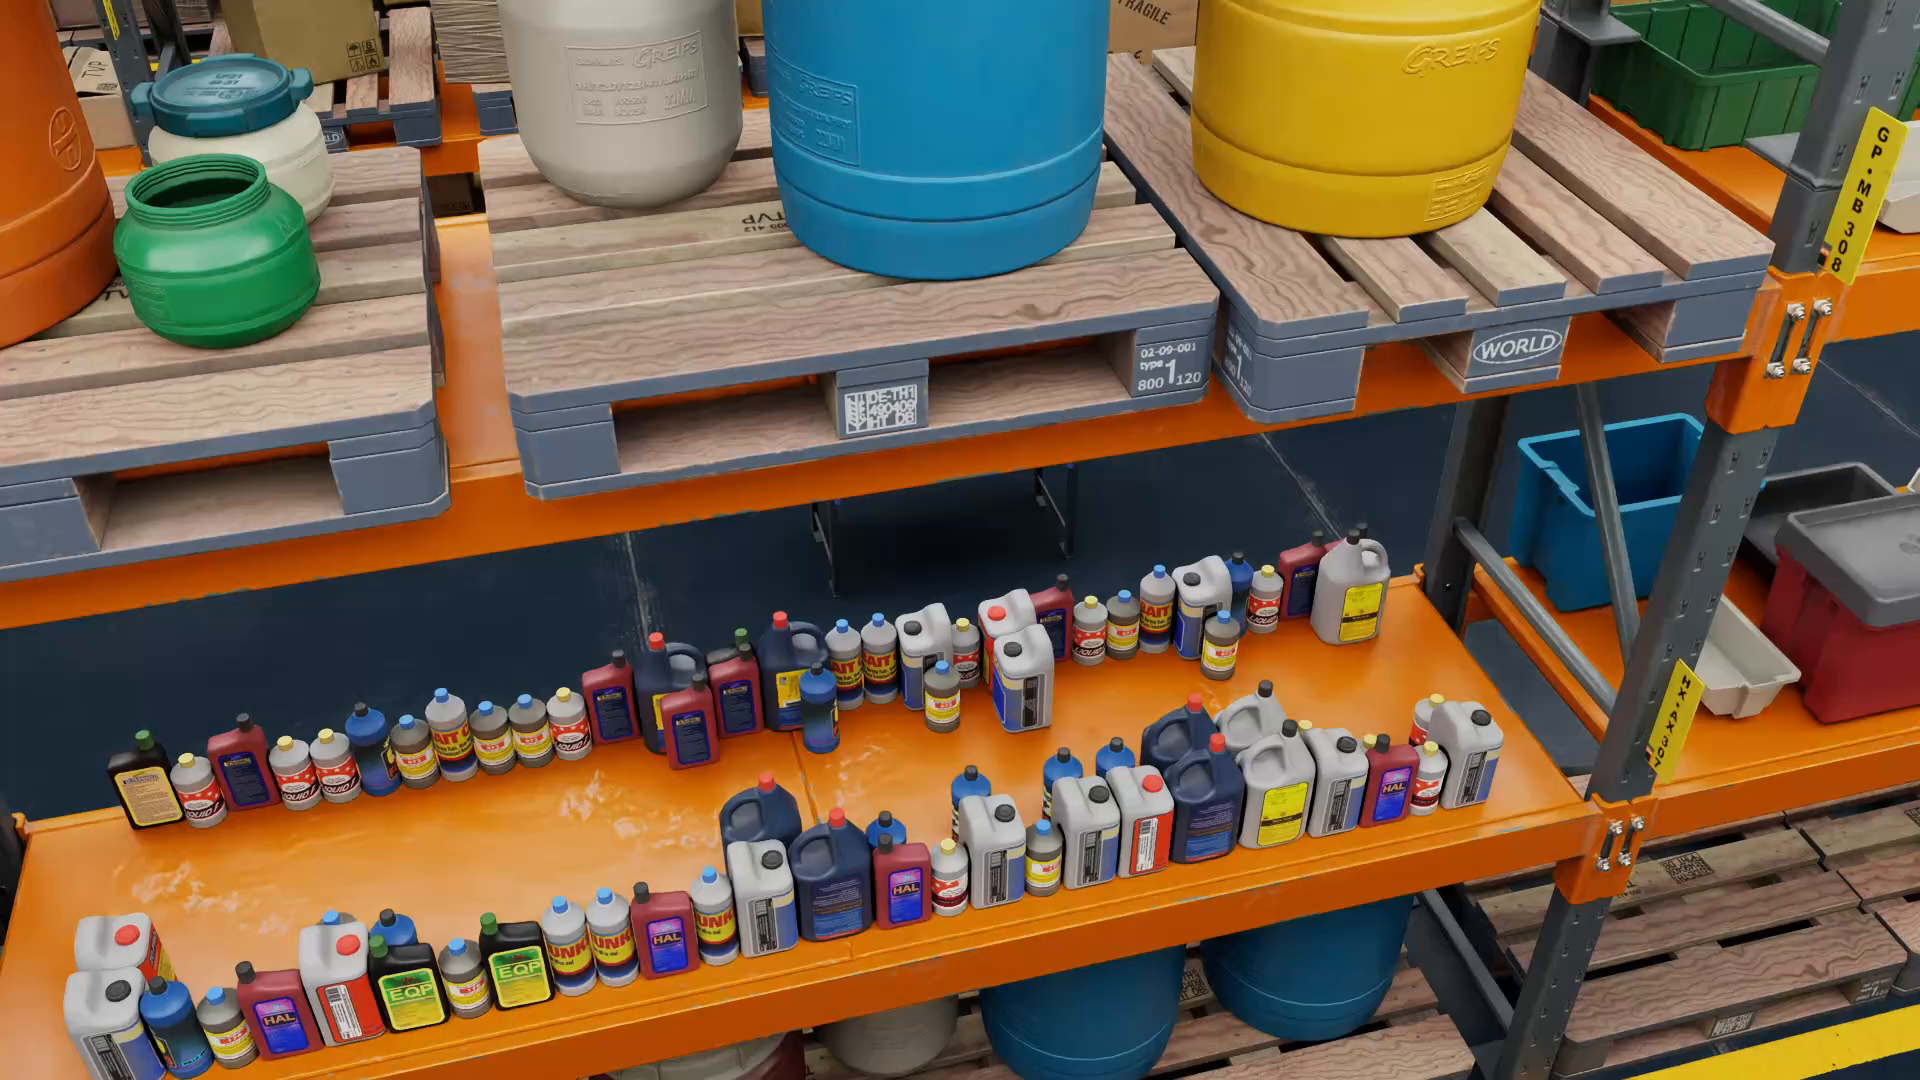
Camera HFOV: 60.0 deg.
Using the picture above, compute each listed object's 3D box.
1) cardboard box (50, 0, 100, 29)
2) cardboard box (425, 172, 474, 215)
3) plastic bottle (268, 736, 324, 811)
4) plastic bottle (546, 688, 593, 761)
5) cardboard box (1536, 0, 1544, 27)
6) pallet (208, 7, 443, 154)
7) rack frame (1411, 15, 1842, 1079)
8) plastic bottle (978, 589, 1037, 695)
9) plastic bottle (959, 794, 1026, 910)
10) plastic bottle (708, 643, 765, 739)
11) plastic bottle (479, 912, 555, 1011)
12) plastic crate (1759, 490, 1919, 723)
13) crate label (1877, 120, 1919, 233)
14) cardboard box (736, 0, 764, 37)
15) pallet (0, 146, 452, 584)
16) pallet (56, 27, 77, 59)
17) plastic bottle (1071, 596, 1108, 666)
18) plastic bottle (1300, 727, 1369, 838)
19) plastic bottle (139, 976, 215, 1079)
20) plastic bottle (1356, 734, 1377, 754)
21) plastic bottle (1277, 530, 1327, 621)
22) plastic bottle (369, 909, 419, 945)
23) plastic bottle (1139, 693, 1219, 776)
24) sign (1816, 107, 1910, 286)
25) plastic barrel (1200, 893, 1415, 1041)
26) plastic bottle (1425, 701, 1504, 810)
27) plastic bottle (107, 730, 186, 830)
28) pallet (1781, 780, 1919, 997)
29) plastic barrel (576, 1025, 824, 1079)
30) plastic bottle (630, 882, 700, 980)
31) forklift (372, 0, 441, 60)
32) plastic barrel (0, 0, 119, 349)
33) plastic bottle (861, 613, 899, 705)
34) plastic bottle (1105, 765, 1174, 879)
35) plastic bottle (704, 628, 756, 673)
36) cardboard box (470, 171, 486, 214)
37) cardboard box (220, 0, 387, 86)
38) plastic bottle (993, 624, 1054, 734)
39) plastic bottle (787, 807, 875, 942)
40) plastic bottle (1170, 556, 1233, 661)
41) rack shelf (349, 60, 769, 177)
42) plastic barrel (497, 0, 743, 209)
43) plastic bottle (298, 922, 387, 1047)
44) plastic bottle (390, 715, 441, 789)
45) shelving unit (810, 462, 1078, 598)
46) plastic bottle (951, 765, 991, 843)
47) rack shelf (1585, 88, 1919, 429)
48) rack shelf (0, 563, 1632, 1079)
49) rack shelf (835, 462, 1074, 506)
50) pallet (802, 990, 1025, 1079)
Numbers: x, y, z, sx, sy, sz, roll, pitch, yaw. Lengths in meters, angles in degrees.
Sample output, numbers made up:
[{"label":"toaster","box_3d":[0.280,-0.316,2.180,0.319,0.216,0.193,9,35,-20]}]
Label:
[{"label":"cardboard box","box_3d":[-6.087,-3.977,11.676,0.500,0.500,0.700,-9,38,-12]},{"label":"cardboard box","box_3d":[-2.688,-1.825,8.246,0.500,0.250,0.500,-8,38,-10]},{"label":"plastic bottle","box_3d":[-1.677,0.578,4.189,0.097,0.201,0.097,0,37,0]},{"label":"plastic bottle","box_3d":[-1.019,0.470,4.330,0.097,0.201,0.097,0,37,0]},{"label":"cardboard box","box_3d":[2.796,-2.965,8.575,0.500,0.500,0.500,-9,38,-12]},{"label":"pallet","box_3d":[-2.947,-2.121,7.711,1.003,0.211,1.213,-9,38,-12]},{"label":"rack frame","box_3d":[1.567,0.224,4.488,0.127,3.000,1.000,-9,38,-12]},{"label":"plastic bottle","box_3d":[0.126,0.270,4.531,0.135,0.276,0.152,-9,38,-12]},{"label":"plastic bottle","box_3d":[0.077,0.721,3.941,0.135,0.276,0.152,-9,38,-12]},{"label":"plastic bottle","box_3d":[-0.589,0.394,4.362,0.133,0.283,0.061,-9,38,-12]},{"label":"plastic bottle","box_3d":[-0.982,0.921,3.674,0.133,0.283,0.061,-9,38,-12]},{"label":"plastic crate","box_3d":[2.494,0.180,4.443,0.583,0.464,0.402,-9,38,-12]},{"label":"crate label","box_3d":[2.114,-0.771,3.537,0.466,0.136,0.293,-9,38,-12]},{"label":"cardboard box","box_3d":[-0.884,-2.799,8.012,0.500,0.500,0.700,-4,38,-5]},{"label":"pallet","box_3d":[-1.531,-0.323,2.889,1.213,0.211,1.003,-9,38,-12]},{"label":"pallet","box_3d":[-6.808,-3.532,11.693,1.213,0.211,1.003,-9,38,-12]},{"label":"plastic bottle","box_3d":[0.360,0.244,4.626,0.097,0.201,0.097,0,37,0]},{"label":"plastic bottle","box_3d":[0.918,0.583,4.121,0.135,0.276,0.152,-9,38,-12]},{"label":"plastic bottle","box_3d":[-1.674,1.027,3.544,0.097,0.271,0.097,0,37,0]},{"label":"plastic bottle","box_3d":[1.021,0.575,4.193,0.097,0.201,0.097,0,37,0]},{"label":"plastic bottle","box_3d":[0.973,0.099,4.747,0.133,0.283,0.061,-9,38,-12]},{"label":"plastic bottle","box_3d":[-1.243,0.919,3.686,0.097,0.271,0.097,0,37,0]},{"label":"plastic bottle","box_3d":[0.548,0.526,4.134,0.185,0.351,0.144,-9,38,-12]},{"label":"sign","box_3d":[1.708,-0.648,3.152,0.005,0.325,0.100,-9,38,-12]},{"label":"plastic barrel","box_3d":[1.037,0.967,4.899,0.708,0.901,0.600,-9,38,-12]},{"label":"plastic bottle","box_3d":[1.270,0.525,4.197,0.135,0.276,0.152,-9,38,-12]},{"label":"plastic bottle","box_3d":[-2.016,0.590,4.106,0.133,0.283,0.061,-9,38,-12]},{"label":"pallet","box_3d":[3.446,0.997,5.773,1.213,0.211,1.003,-9,38,-12]},{"label":"plastic barrel","box_3d":[-0.737,1.382,4.613,0.708,0.588,0.600,-9,38,-12]},{"label":"plastic bottle","box_3d":[-0.666,0.869,3.742,0.133,0.283,0.061,-9,38,-12]},{"label":"forklift","box_3d":[-3.085,-3.882,9.912,3.031,2.935,1.130,10,38,12]},{"label":"plastic barrel","box_3d":[-1.746,-0.759,2.606,0.708,0.830,0.600,-9,38,-12]},{"label":"plastic bottle","box_3d":[-0.217,0.311,4.481,0.097,0.271,0.097,0,37,0]},{"label":"plastic bottle","box_3d":[0.431,0.663,4.016,0.135,0.276,0.152,-9,38,-12]},{"label":"plastic bottle","box_3d":[-0.605,0.358,4.409,0.133,0.283,0.061,-9,38,-12]},{"label":"cardboard box","box_3d":[-2.241,-1.598,8.565,0.500,0.500,0.500,-11,39,-14]},{"label":"cardboard box","box_3d":[-3.004,-2.421,7.518,0.500,0.500,0.700,-23,43,-27]},{"label":"plastic bottle","box_3d":[0.166,0.359,4.414,0.135,0.276,0.152,-9,38,-12]},{"label":"plastic bottle","box_3d":[-0.299,0.756,3.834,0.185,0.351,0.144,-9,38,-12]},{"label":"plastic bottle","box_3d":[0.667,0.181,4.647,0.135,0.276,0.152,-9,38,-12]},{"label":"rack shelf","box_3d":[-1.652,-2.080,8.092,4.000,0.370,1.077,-9,38,-12]},{"label":"plastic barrel","box_3d":[-0.623,-0.924,3.062,0.433,0.535,0.433,0,37,0]},{"label":"plastic bottle","box_3d":[-1.346,0.955,3.635,0.135,0.276,0.152,-9,38,-12]},{"label":"plastic bottle","box_3d":[-1.395,0.532,4.249,0.097,0.201,0.097,0,37,0]},{"label":"shelving unit","box_3d":[-0.082,-0.582,6.777,1.048,1.500,0.538,-9,38,-12]},{"label":"plastic bottle","box_3d":[0.026,0.653,4.034,0.097,0.271,0.097,0,37,0]},{"label":"rack shelf","box_3d":[3.497,-0.998,4.210,4.000,0.370,1.077,-9,38,-12]},{"label":"rack shelf","box_3d":[-0.364,0.827,4.293,4.000,0.370,1.077,-9,38,-12]},{"label":"rack shelf","box_3d":[-0.082,-0.439,6.886,1.000,0.185,0.538,-9,38,-12]},{"label":"pallet","box_3d":[-0.369,1.625,4.952,1.213,0.211,1.003,-9,38,-12]}]
